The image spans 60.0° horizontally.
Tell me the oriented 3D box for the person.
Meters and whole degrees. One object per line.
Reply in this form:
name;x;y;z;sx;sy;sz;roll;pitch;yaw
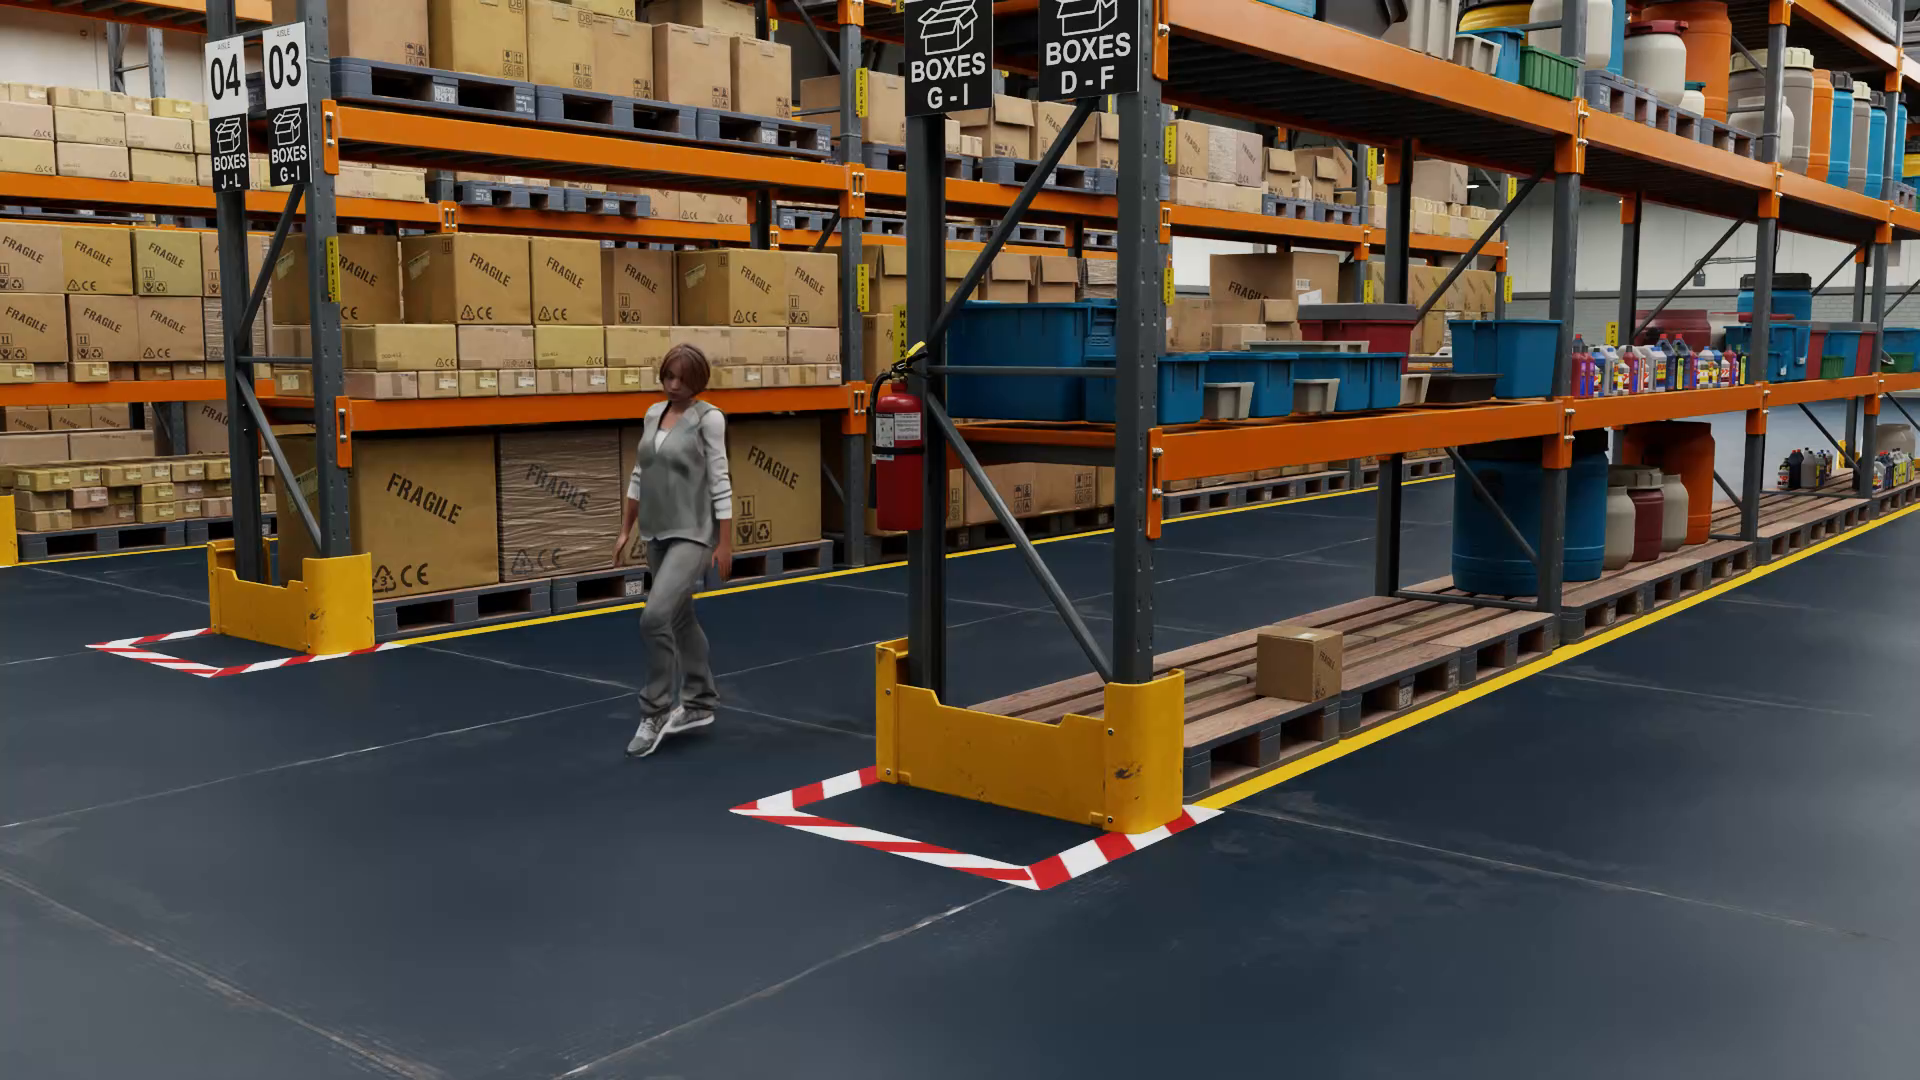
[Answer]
person;-1.146;0.037;6.603;0.482;1.615;0.507;6;9;42
